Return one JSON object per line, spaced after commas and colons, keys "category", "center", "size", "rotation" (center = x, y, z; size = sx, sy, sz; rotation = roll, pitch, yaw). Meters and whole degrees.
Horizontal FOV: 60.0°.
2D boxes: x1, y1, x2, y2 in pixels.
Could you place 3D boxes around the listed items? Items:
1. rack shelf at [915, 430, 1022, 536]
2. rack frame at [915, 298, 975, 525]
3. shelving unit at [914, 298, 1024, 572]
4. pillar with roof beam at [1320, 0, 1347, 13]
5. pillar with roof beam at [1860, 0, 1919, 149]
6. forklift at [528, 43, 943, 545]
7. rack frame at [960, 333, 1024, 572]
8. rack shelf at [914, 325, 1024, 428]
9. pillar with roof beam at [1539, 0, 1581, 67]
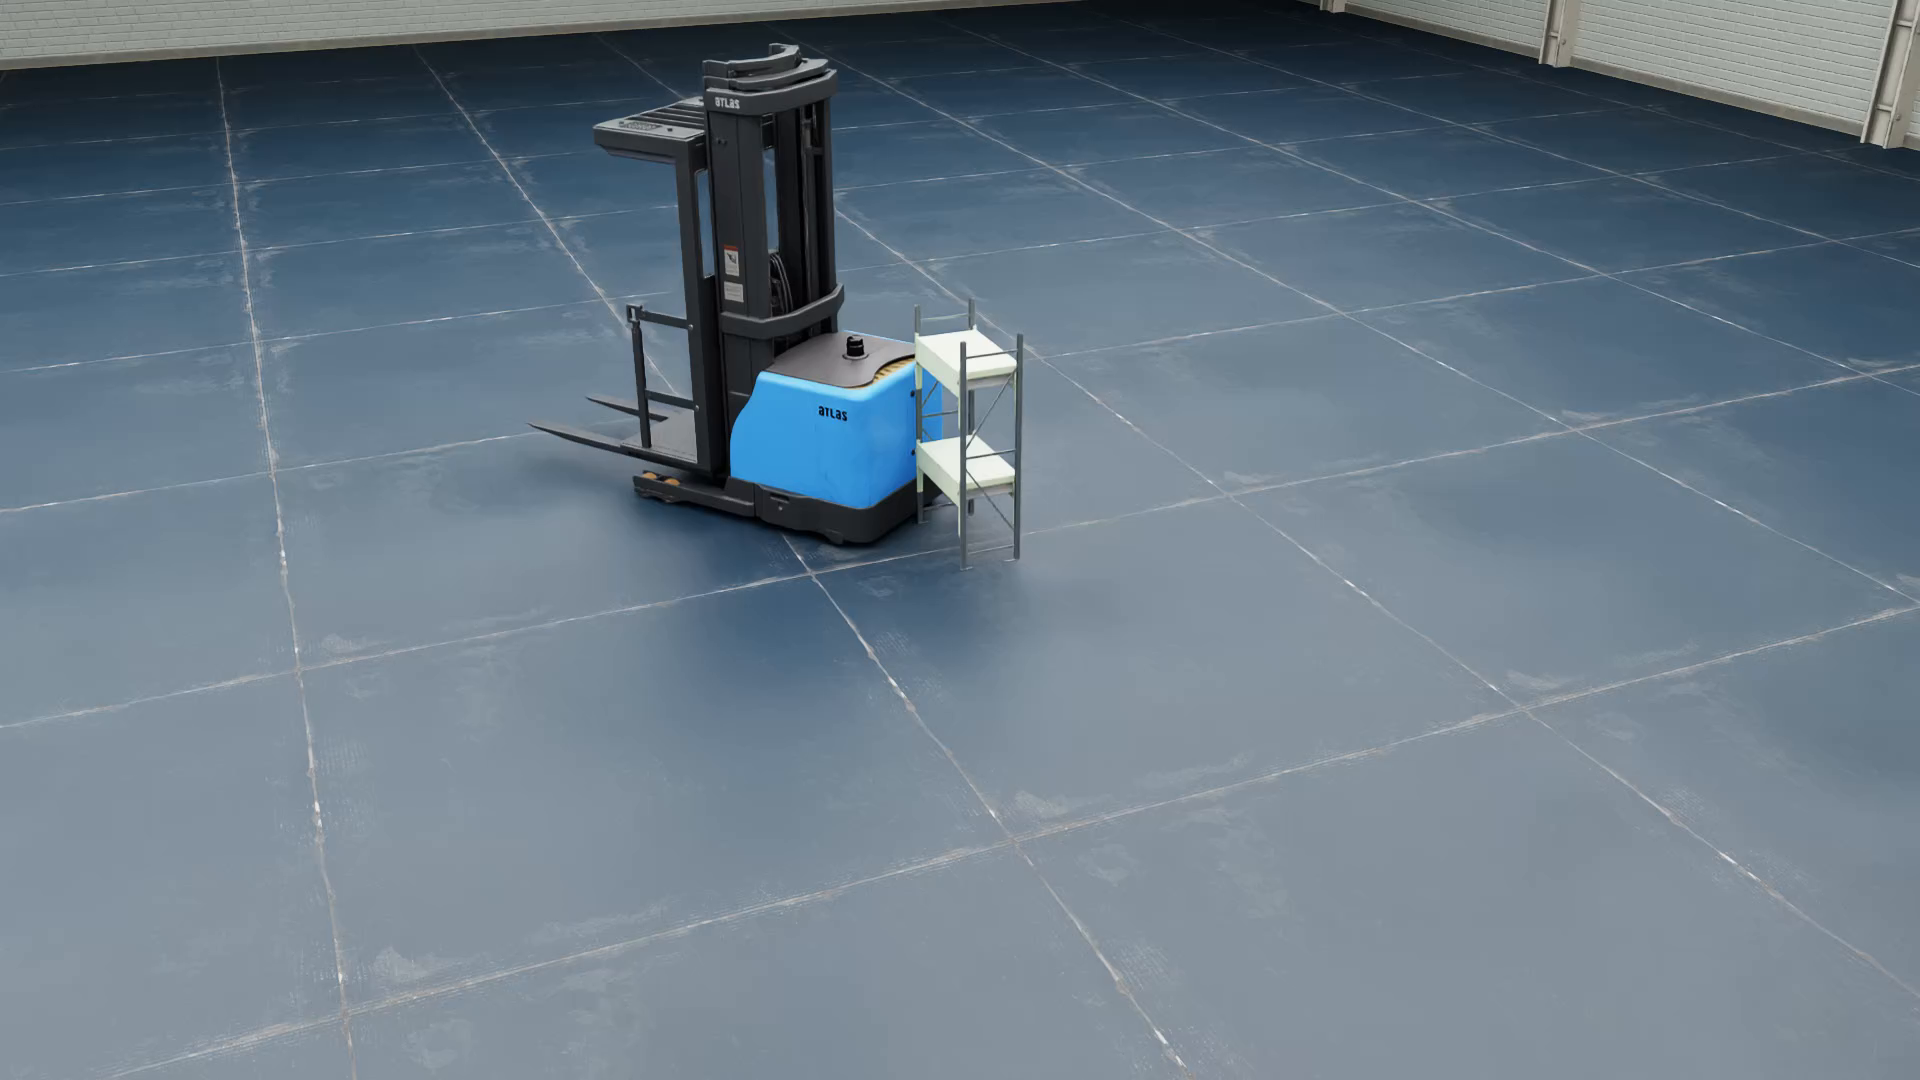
{"category": "rack shelf", "center": [0.047, -0.369, 10.540], "size": [0.431, 0.370, 0.720], "rotation": [-10, 28, -20]}
{"category": "rack frame", "center": [-0.093, -0.811, 10.701], "size": [0.400, 1.500, 0.023], "rotation": [-10, 28, -20]}
{"category": "shelving unit", "center": [0.047, -0.662, 10.397], "size": [0.431, 1.500, 0.755], "rotation": [-10, 28, -20]}
{"category": "pillar with roof beam", "center": [2.963, -13.139, 27.404], "size": [9.100, 9.000, 0.400], "rotation": [-11, 28, -21]}
{"category": "pillar with roof beam", "center": [7.662, -8.295, 17.482], "size": [9.100, 9.000, 0.400], "rotation": [-11, 28, -21]}
{"category": "forklift", "center": [-1.633, -1.748, 10.990], "size": [3.031, 2.935, 1.130], "rotation": [14, 29, 27]}
{"category": "rack frame", "center": [0.187, -0.514, 10.093], "size": [0.400, 1.500, 0.023], "rotation": [-10, 28, -20]}
{"category": "rack shelf", "center": [0.047, -1.013, 10.226], "size": [0.431, 0.370, 0.720], "rotation": [-10, 28, -20]}
{"category": "pillar with roof beam", "center": [5.313, -10.717, 22.443], "size": [9.100, 9.000, 0.400], "rotation": [-11, 28, -21]}
